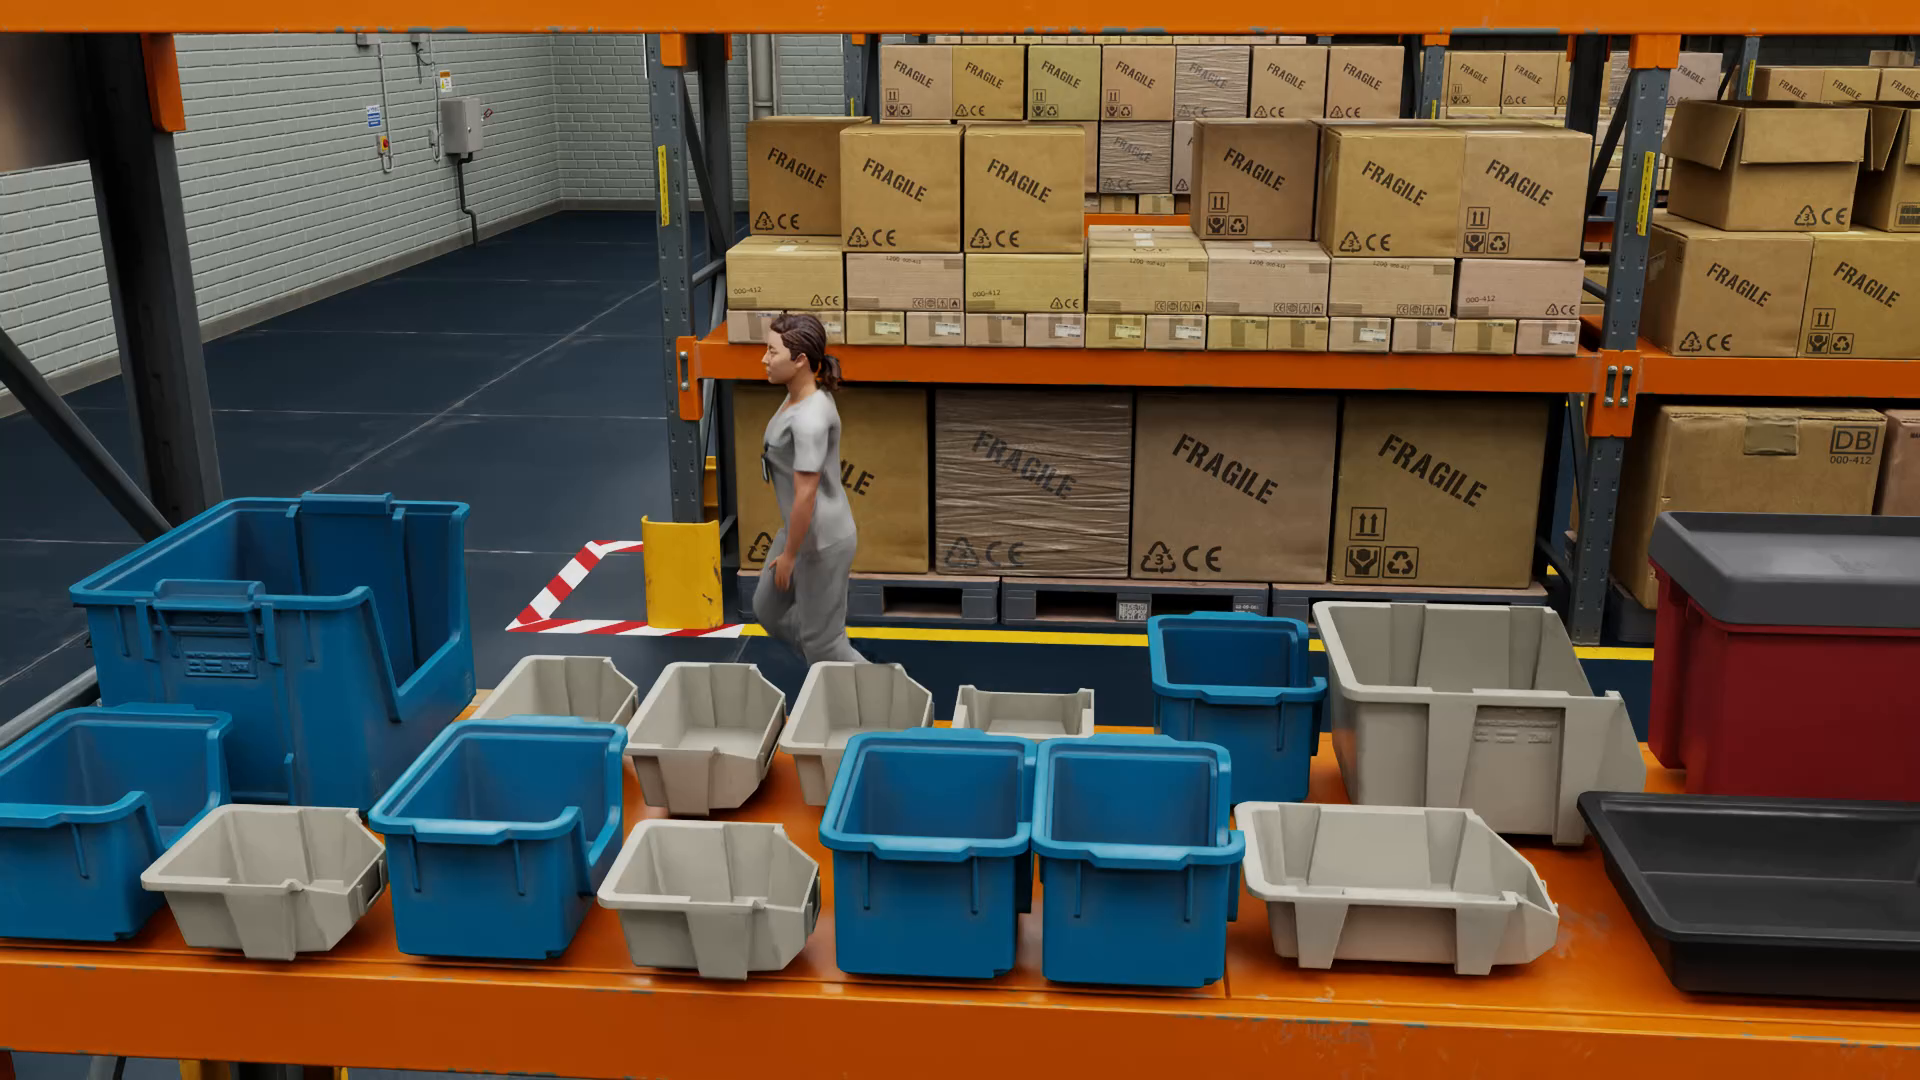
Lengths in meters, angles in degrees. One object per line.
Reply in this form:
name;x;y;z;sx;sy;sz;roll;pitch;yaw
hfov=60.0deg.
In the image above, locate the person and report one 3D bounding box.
person;-0.515;-0.005;6.020;0.480;1.659;0.547;-3;18;-9
